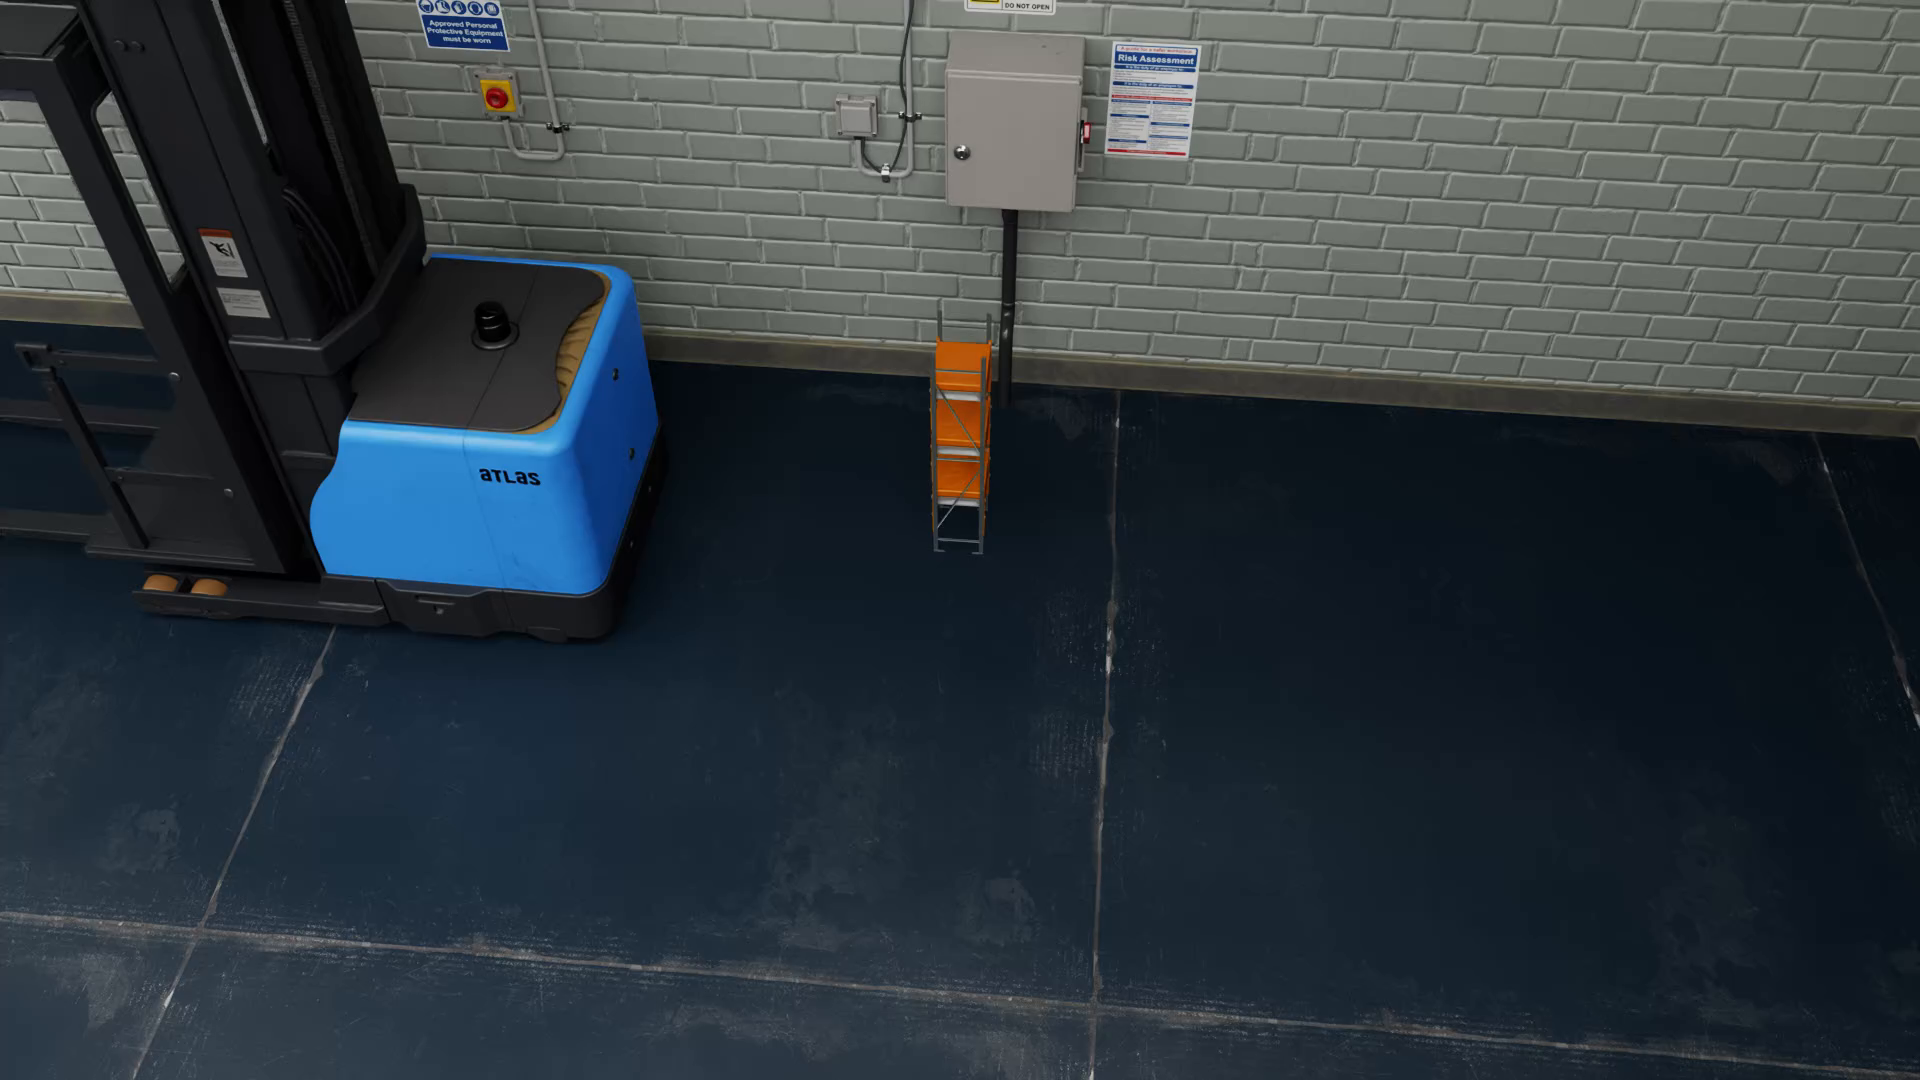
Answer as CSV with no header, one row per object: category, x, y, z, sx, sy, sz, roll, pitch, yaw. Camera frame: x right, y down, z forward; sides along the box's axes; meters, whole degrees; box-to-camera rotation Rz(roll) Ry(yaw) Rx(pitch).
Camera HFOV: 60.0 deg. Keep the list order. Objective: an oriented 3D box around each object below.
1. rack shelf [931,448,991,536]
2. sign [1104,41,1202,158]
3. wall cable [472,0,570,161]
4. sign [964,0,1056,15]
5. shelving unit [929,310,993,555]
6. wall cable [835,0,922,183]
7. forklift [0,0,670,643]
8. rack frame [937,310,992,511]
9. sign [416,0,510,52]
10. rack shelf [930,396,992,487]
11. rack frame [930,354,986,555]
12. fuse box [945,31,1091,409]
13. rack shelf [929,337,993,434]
rack shelf,0.005,-0.199,6.637,0.215,0.259,0.240,4,48,4
sign,0.730,-1.672,6.337,0.329,0.494,0.001,4,48,4
wall cable,-1.860,-2.187,6.034,0.585,1.953,0.123,4,48,4
sign,0.183,-2.020,6.031,0.339,0.242,0.001,4,48,4
shelving unit,0.005,-0.394,6.425,0.215,1.050,0.252,4,48,4
wall cable,-0.446,-2.090,5.966,0.588,1.984,0.122,4,48,4
forklift,-2.770,-1.065,5.764,3.031,2.935,1.130,5,48,4
rack frame,0.016,-0.483,6.507,0.200,1.050,0.008,4,48,4
sign,-1.902,-1.973,6.365,0.327,0.218,0.001,4,48,4
rack shelf,0.005,-0.387,6.432,0.215,0.259,0.240,4,48,4
rack frame,-0.006,-0.304,6.343,0.200,1.050,0.008,4,48,4
fuse box,0.219,-1.150,6.668,0.539,1.711,0.414,4,48,4
rack shelf,0.005,-0.578,6.223,0.215,0.259,0.240,4,48,4
